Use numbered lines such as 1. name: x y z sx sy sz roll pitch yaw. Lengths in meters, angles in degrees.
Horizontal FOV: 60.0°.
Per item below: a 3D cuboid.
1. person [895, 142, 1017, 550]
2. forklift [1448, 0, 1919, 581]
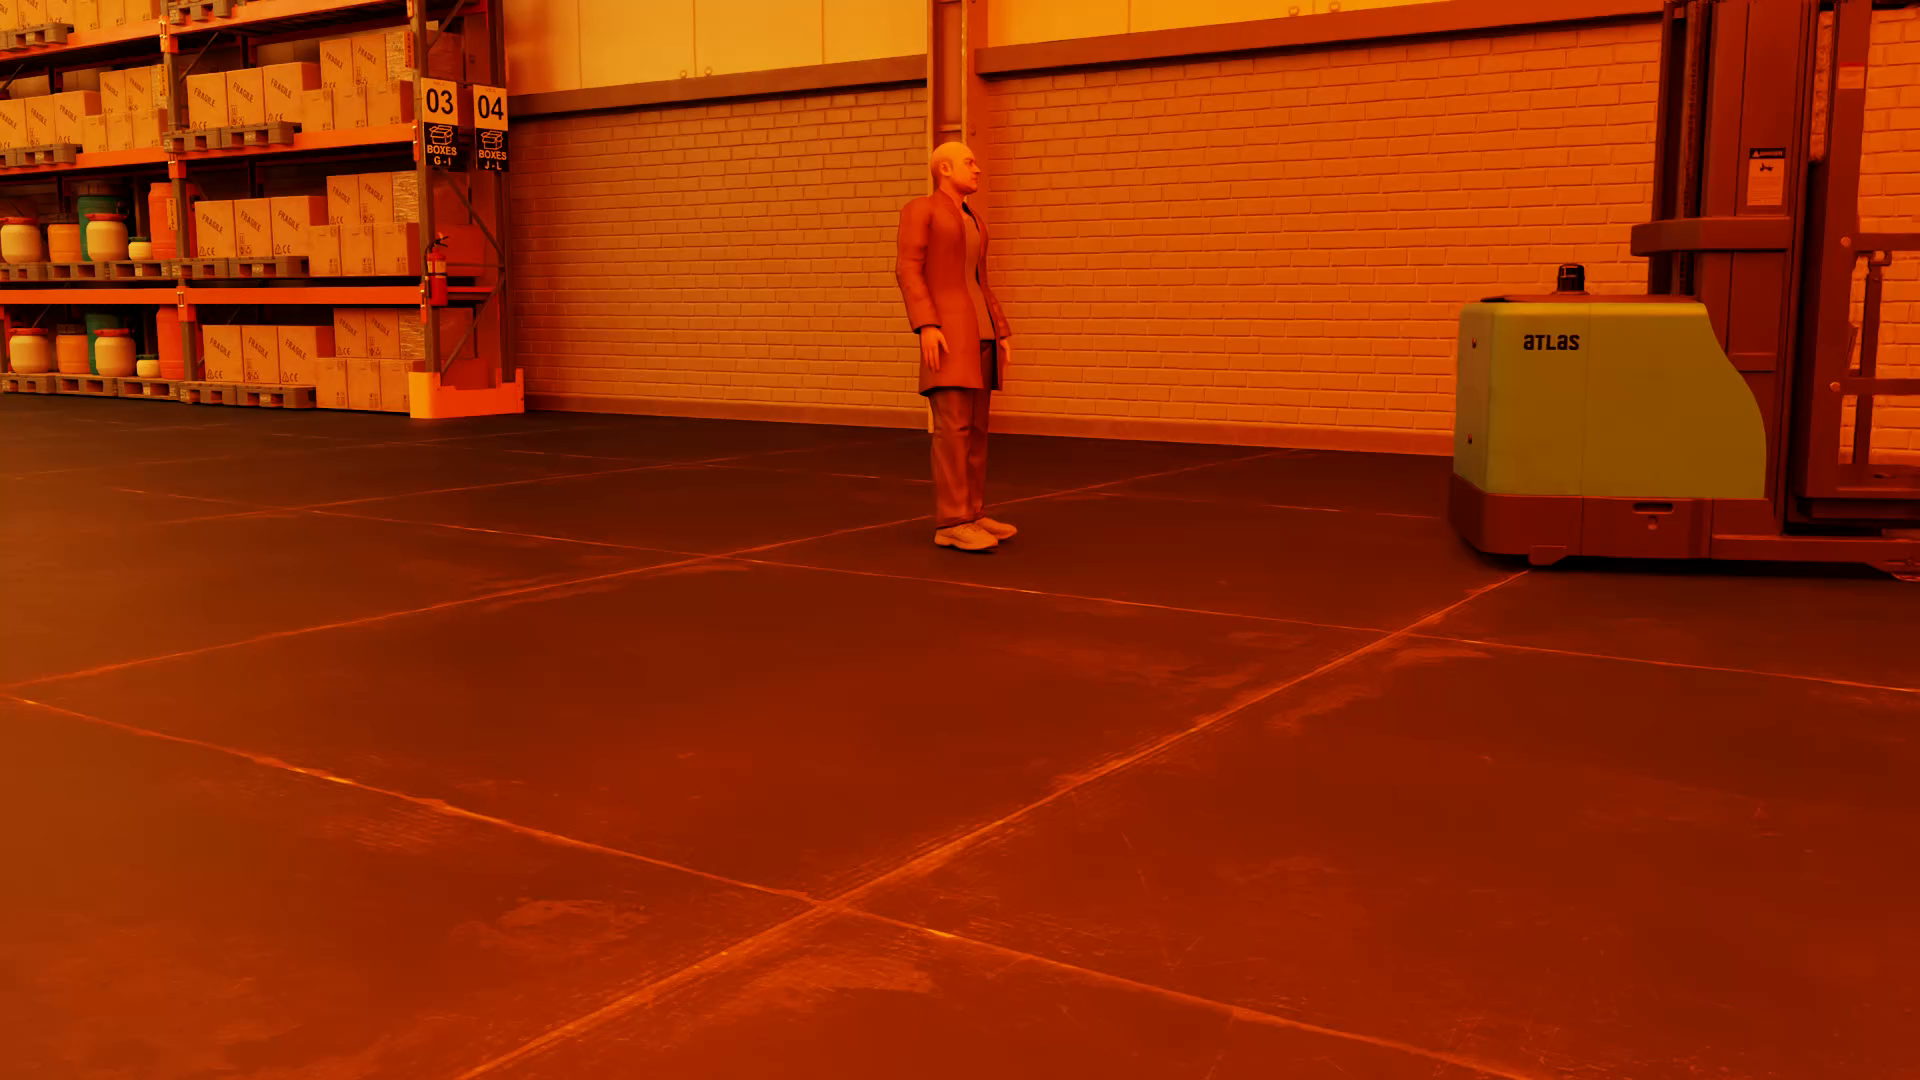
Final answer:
1. person: 0.072 -0.879 7.423 0.582 1.775 0.696 5 10 34
2. forklift: 3.676 -1.366 6.800 3.031 2.935 1.130 1 8 8
